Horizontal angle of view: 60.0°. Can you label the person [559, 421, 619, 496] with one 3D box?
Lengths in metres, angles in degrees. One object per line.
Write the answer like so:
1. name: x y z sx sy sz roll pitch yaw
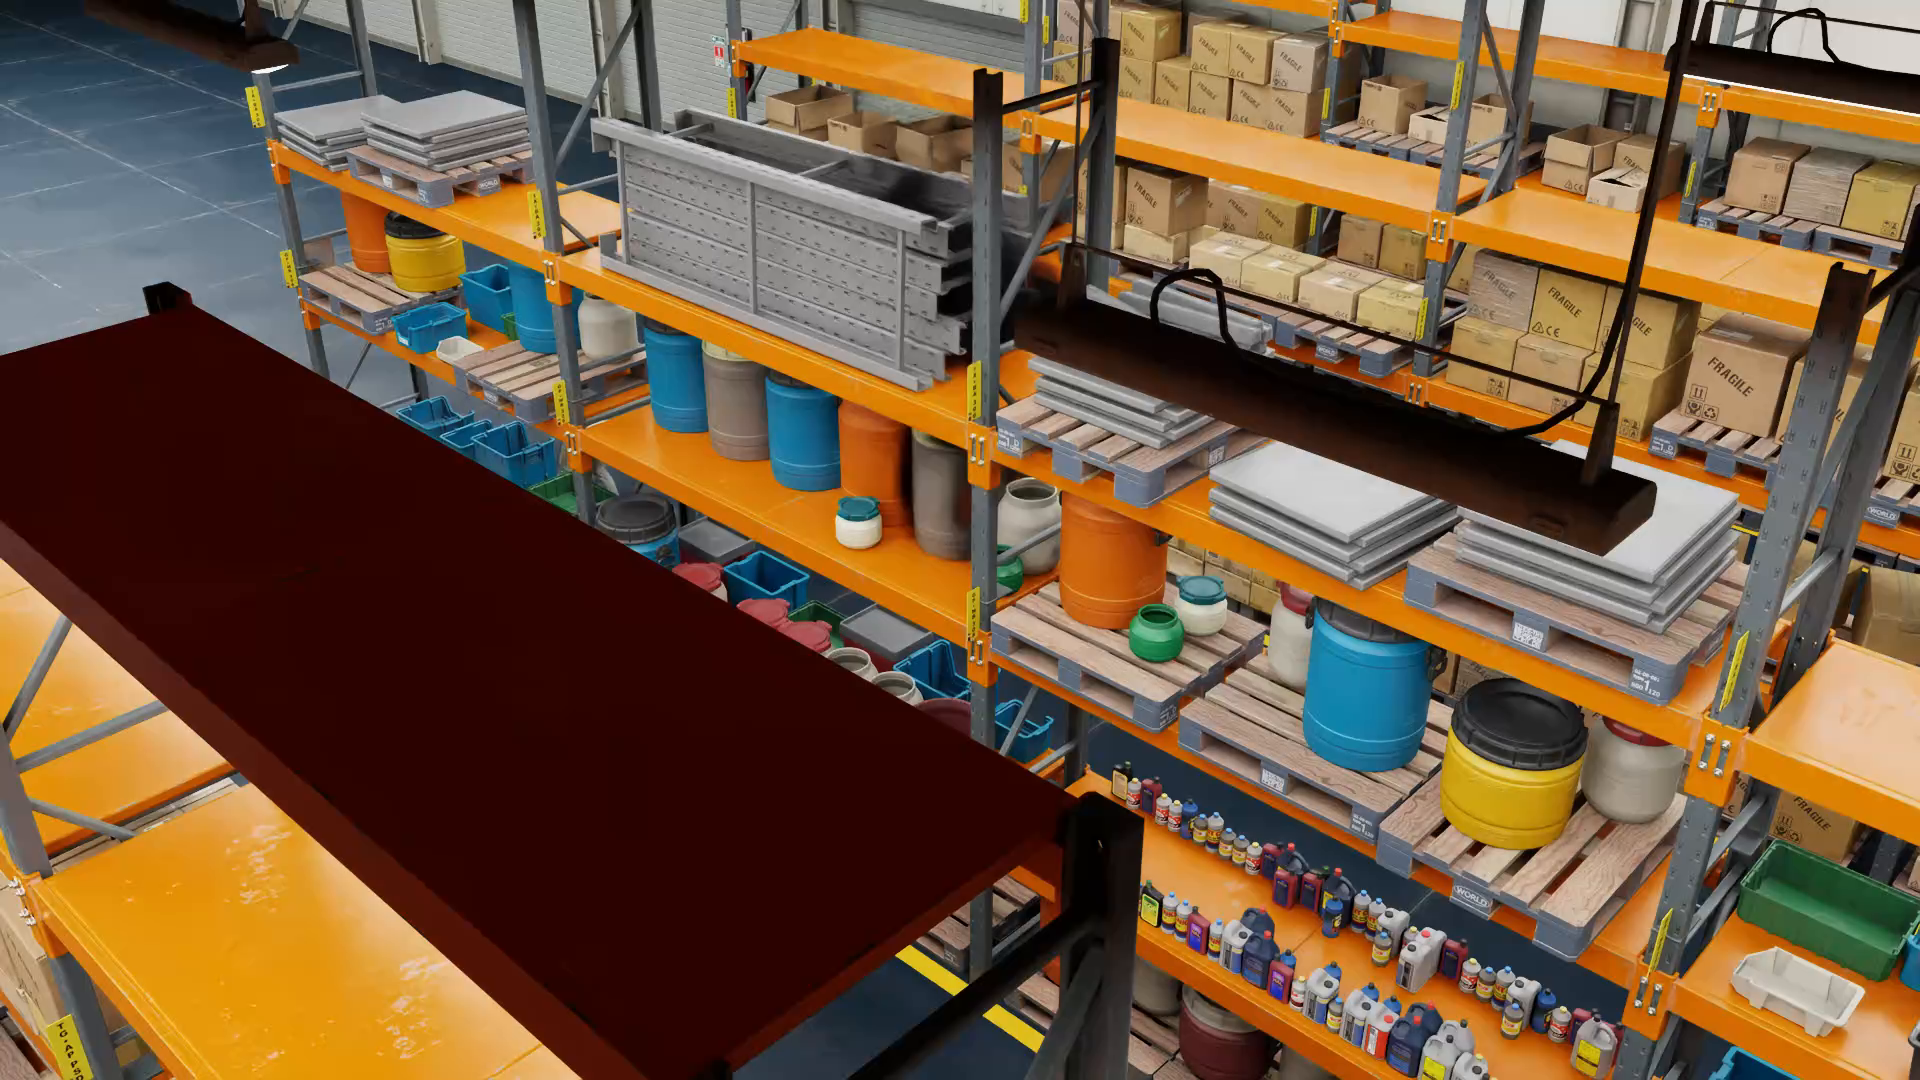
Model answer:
1. person: -3.712 -1.020 16.350 0.729 1.651 0.634 19 34 30
